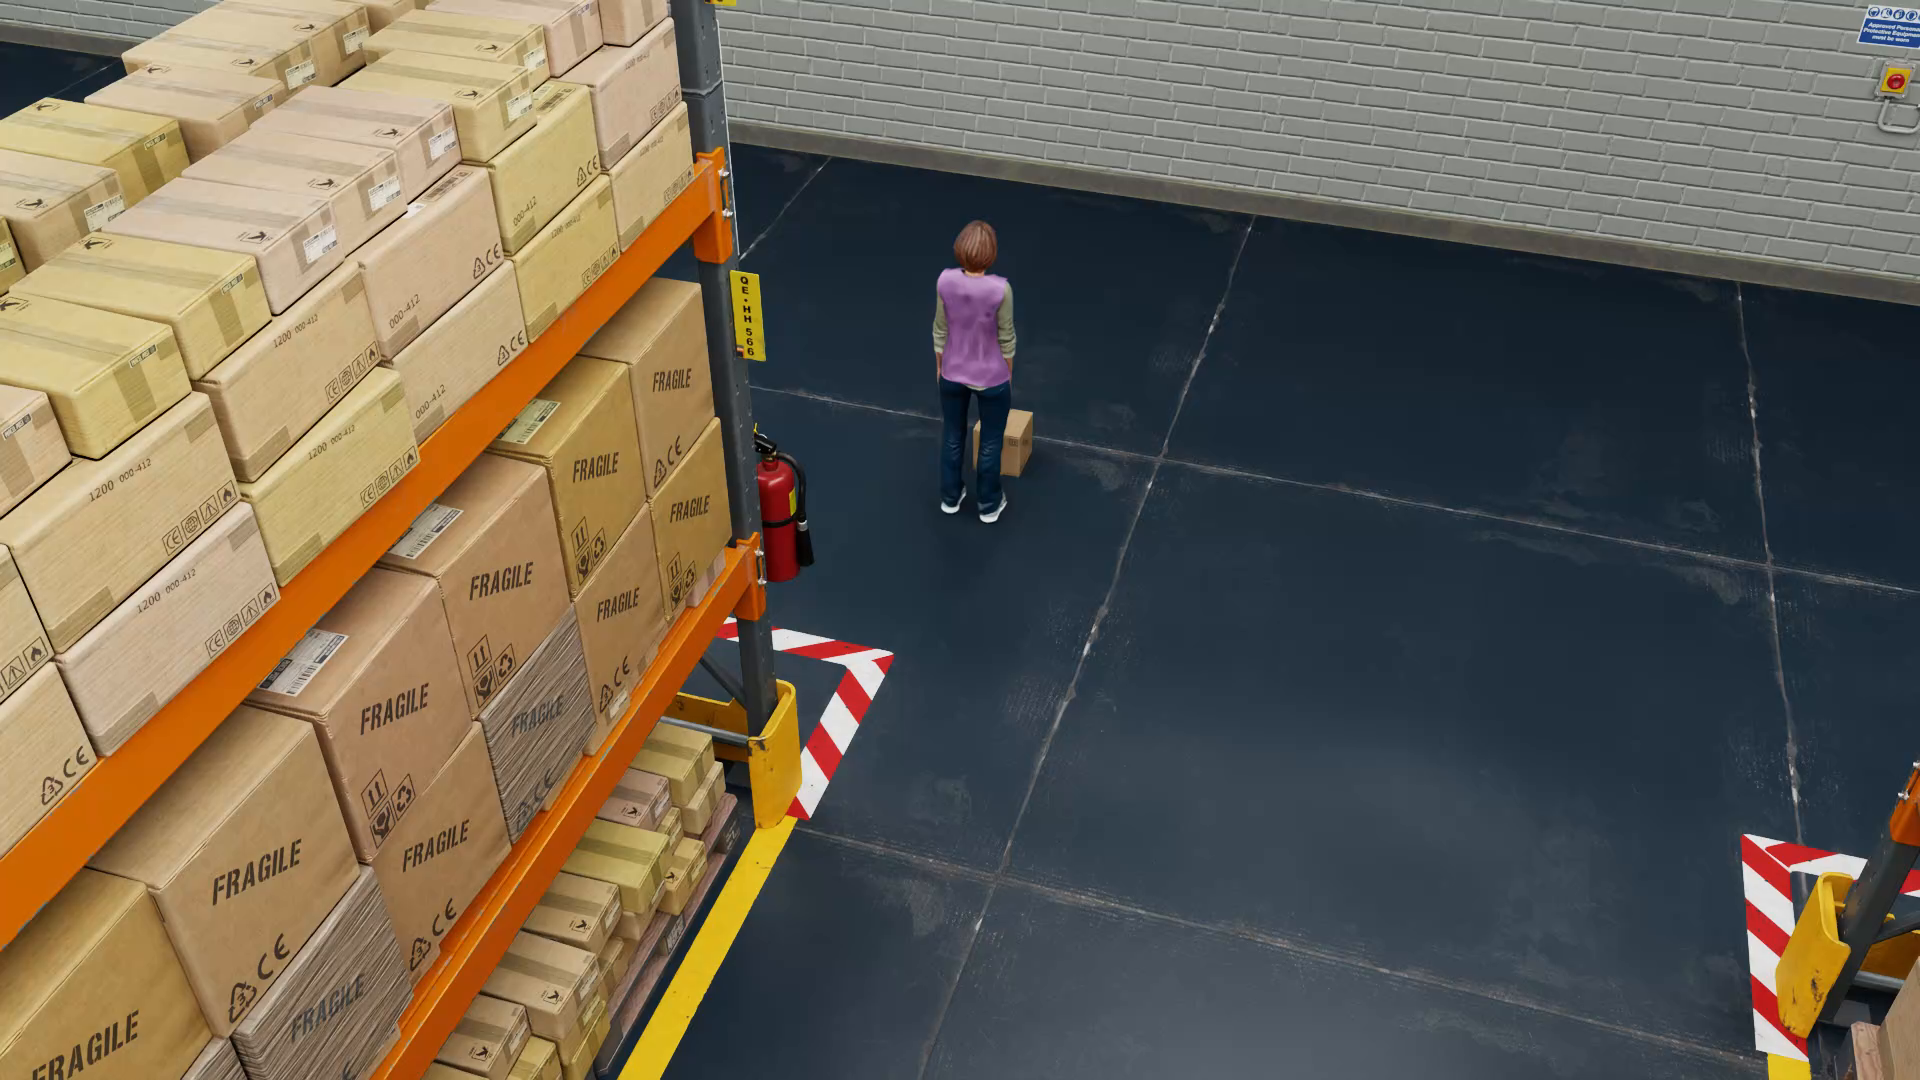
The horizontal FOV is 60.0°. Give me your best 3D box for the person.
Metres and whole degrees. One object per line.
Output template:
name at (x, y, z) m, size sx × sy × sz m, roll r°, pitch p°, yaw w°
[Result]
person at (0.076, -0.791, 7.922) m, size 0.408 × 1.603 × 0.330 m, roll 12°, pitch 39°, yaw 15°
